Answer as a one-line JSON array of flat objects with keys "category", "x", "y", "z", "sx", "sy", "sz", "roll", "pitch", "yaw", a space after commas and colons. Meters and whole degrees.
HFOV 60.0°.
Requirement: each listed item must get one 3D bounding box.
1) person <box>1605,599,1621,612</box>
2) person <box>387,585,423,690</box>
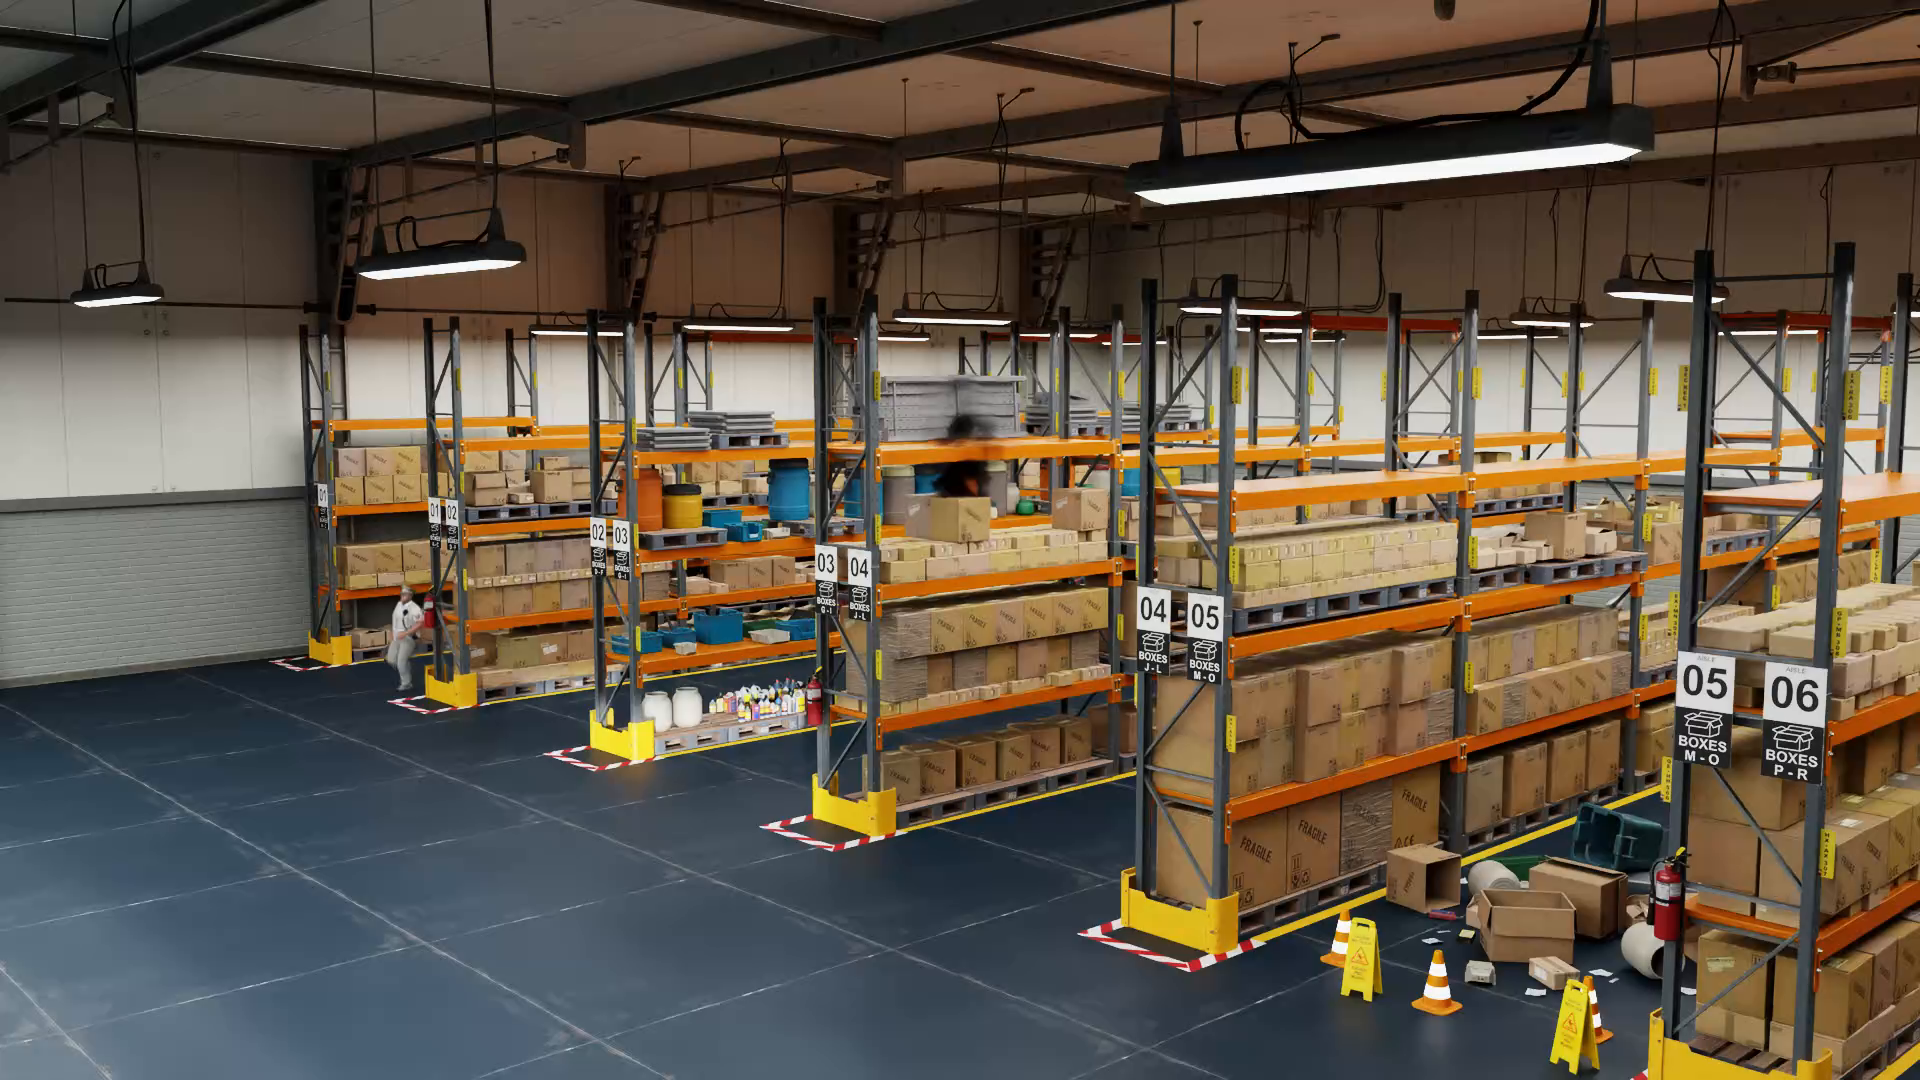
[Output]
[{"category": "person", "x": 9.849, "y": 1.767, "z": 24.922, "sx": 0.800, "sy": 1.778, "sz": 0.690, "roll": -4, "pitch": 7, "yaw": -33}, {"category": "person", "x": -9.001, "y": 1.605, "z": 27.061, "sx": 0.670, "sy": 1.776, "sz": 0.579, "roll": 3, "pitch": 7, "yaw": 28}]
